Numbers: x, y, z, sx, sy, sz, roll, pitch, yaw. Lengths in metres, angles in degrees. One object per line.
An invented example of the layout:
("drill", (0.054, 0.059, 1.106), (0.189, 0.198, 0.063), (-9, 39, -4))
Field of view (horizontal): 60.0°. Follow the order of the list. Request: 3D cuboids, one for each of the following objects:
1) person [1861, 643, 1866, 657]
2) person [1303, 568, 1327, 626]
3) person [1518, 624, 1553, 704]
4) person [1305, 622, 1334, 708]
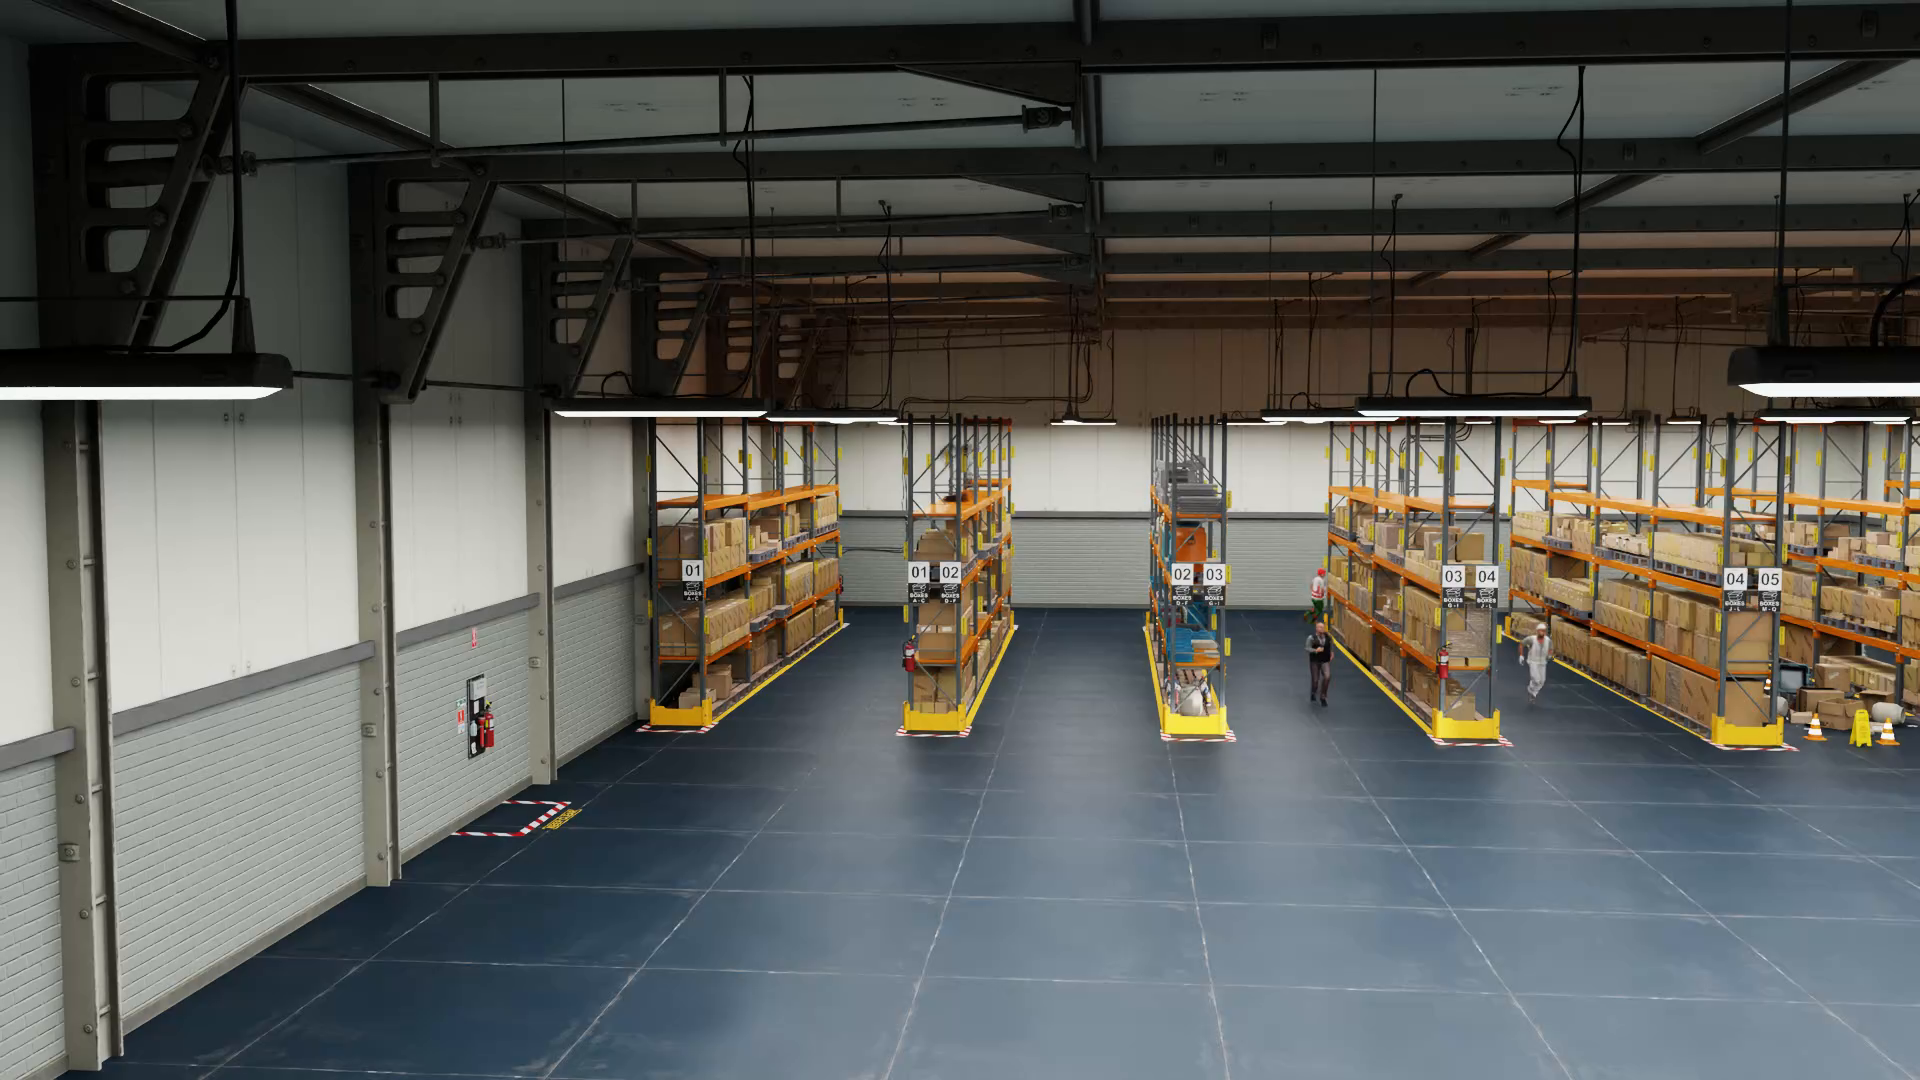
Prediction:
("person", (22.007, 2.138, 40.840), (0.548, 1.705, 0.874), (0, 4, -4))
("person", (10.283, 1.653, 47.929), (0.560, 1.686, 0.757), (-1, 4, -20))
("person", (11.848, 2.553, 34.073), (0.620, 1.696, 0.720), (-1, 4, -11))
("person", (7.416, 2.564, 34.334), (0.679, 1.762, 0.851), (0, 4, -6))
